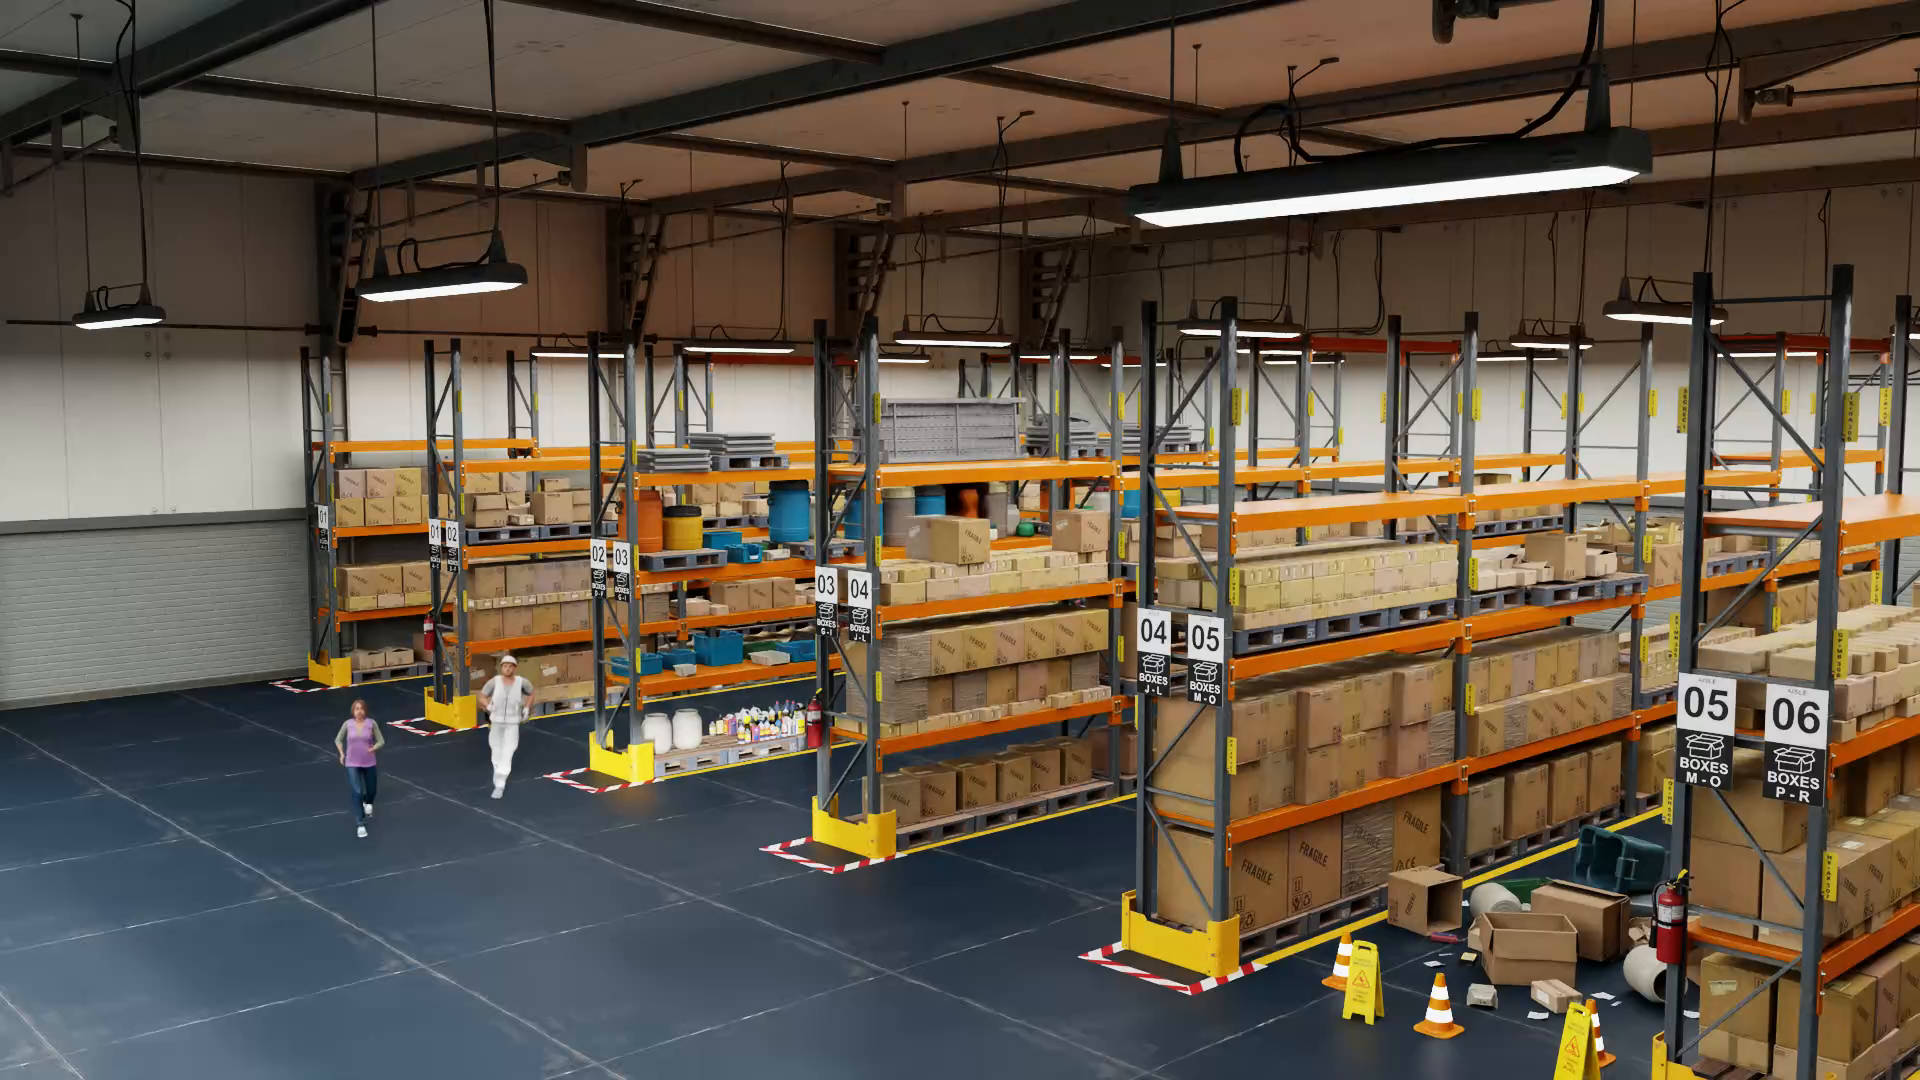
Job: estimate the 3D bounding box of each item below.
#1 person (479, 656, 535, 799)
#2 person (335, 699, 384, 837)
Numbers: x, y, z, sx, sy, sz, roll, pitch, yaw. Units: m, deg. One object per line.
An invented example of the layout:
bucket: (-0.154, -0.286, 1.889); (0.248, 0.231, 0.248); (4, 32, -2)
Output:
person: (-5.860, 2.375, 21.507); (0.678, 1.782, 0.931); (-1, 5, -8)
person: (-7.070, 2.656, 19.604); (0.548, 1.566, 0.782); (-2, 5, -22)
